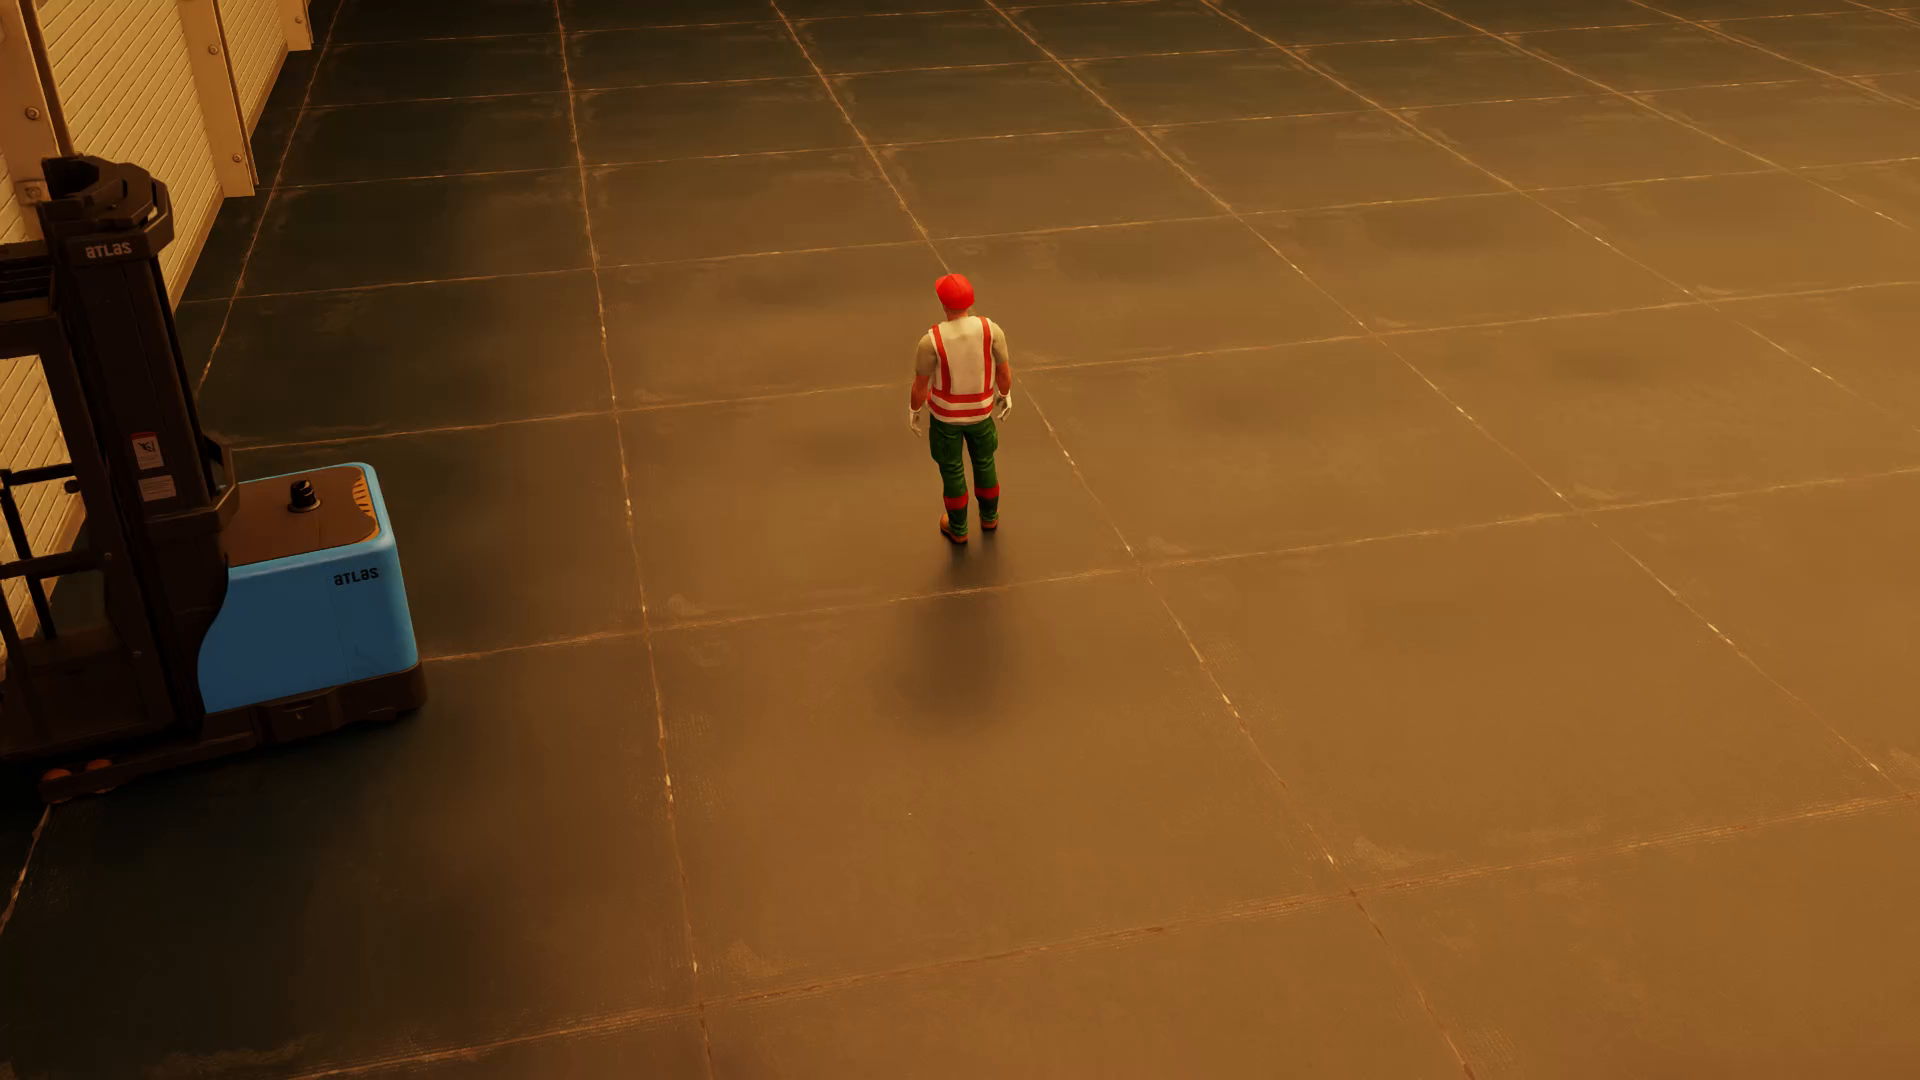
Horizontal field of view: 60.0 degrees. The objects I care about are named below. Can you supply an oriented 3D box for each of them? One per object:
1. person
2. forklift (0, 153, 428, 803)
[{"bbox_3d":[-0.007,-0.822,10.118,0.637,1.790,0.562,-7,31,-12],"label":"person"},{"bbox_3d":[-4.412,-0.266,8.034,3.031,2.935,1.130,-12,32,-20],"label":"forklift"}]
